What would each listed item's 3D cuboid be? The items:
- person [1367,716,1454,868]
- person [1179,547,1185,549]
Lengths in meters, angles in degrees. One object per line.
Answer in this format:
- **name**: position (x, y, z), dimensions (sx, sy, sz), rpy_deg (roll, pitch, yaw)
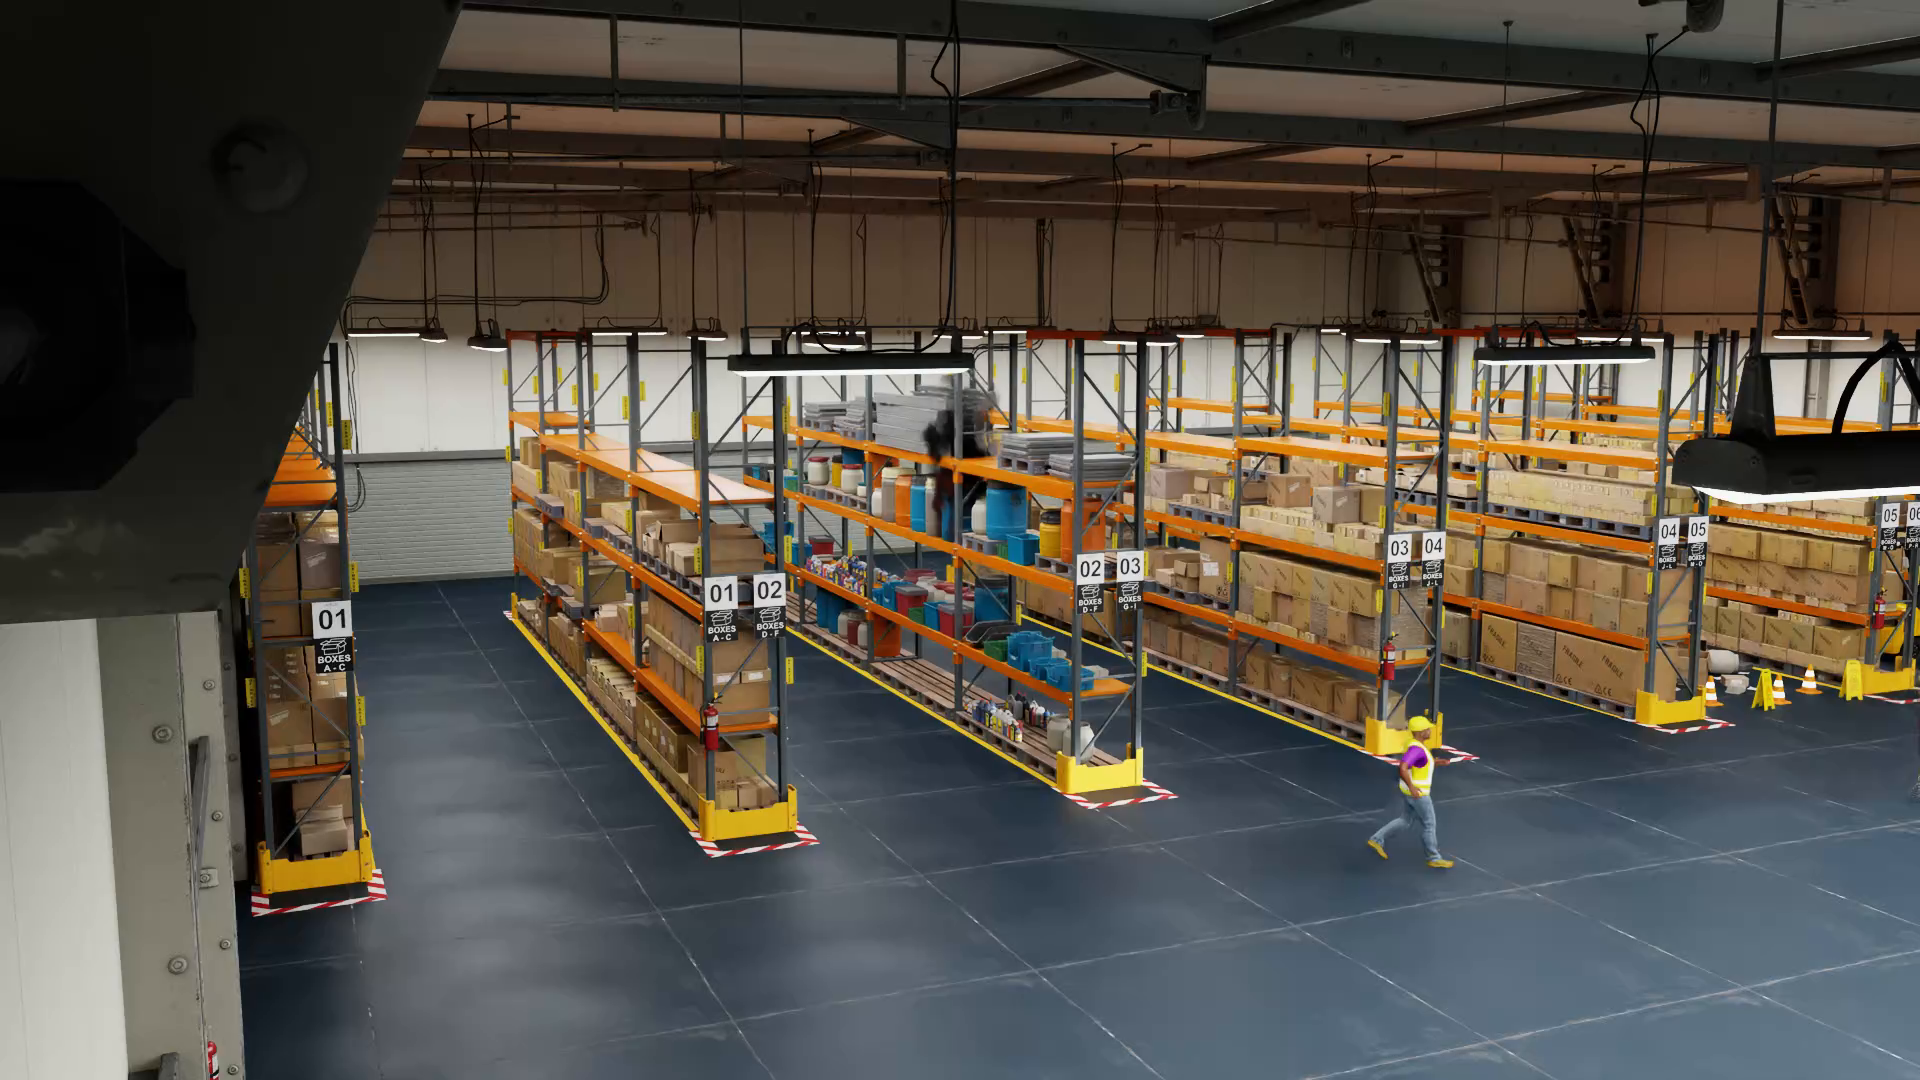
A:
- **person**: position (5.163, 2.862, 18.945), dimensions (0.981, 1.750, 0.701), rpy_deg (0, 8, 1)
- **person**: position (4.464, 0.967, 33.521), dimensions (0.607, 1.658, 0.849), rpy_deg (-4, 9, -29)
